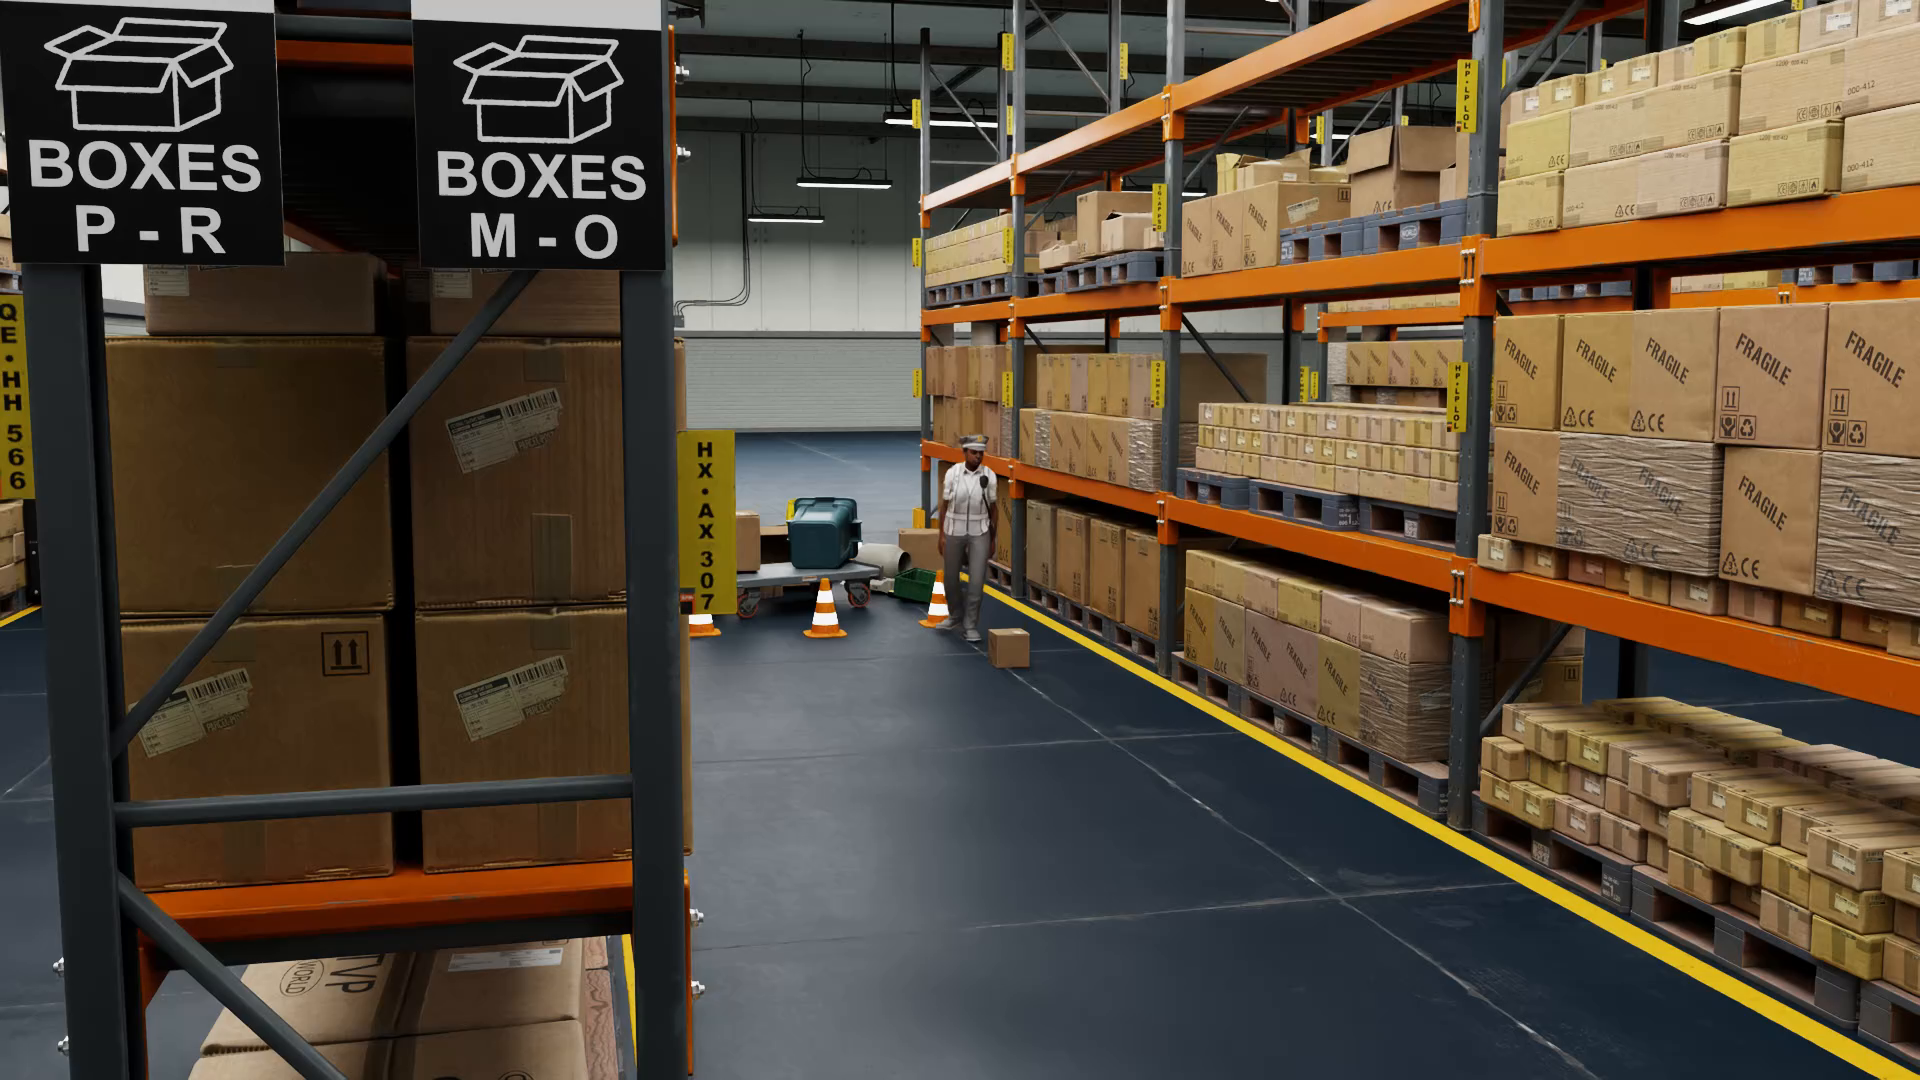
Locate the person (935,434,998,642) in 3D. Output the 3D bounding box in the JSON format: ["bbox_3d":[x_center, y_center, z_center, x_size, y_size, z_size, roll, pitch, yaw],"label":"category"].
[{"bbox_3d":[0.047,-0.033,13.439,0.515,1.665,0.550,0,6,1],"label":"person"}]
